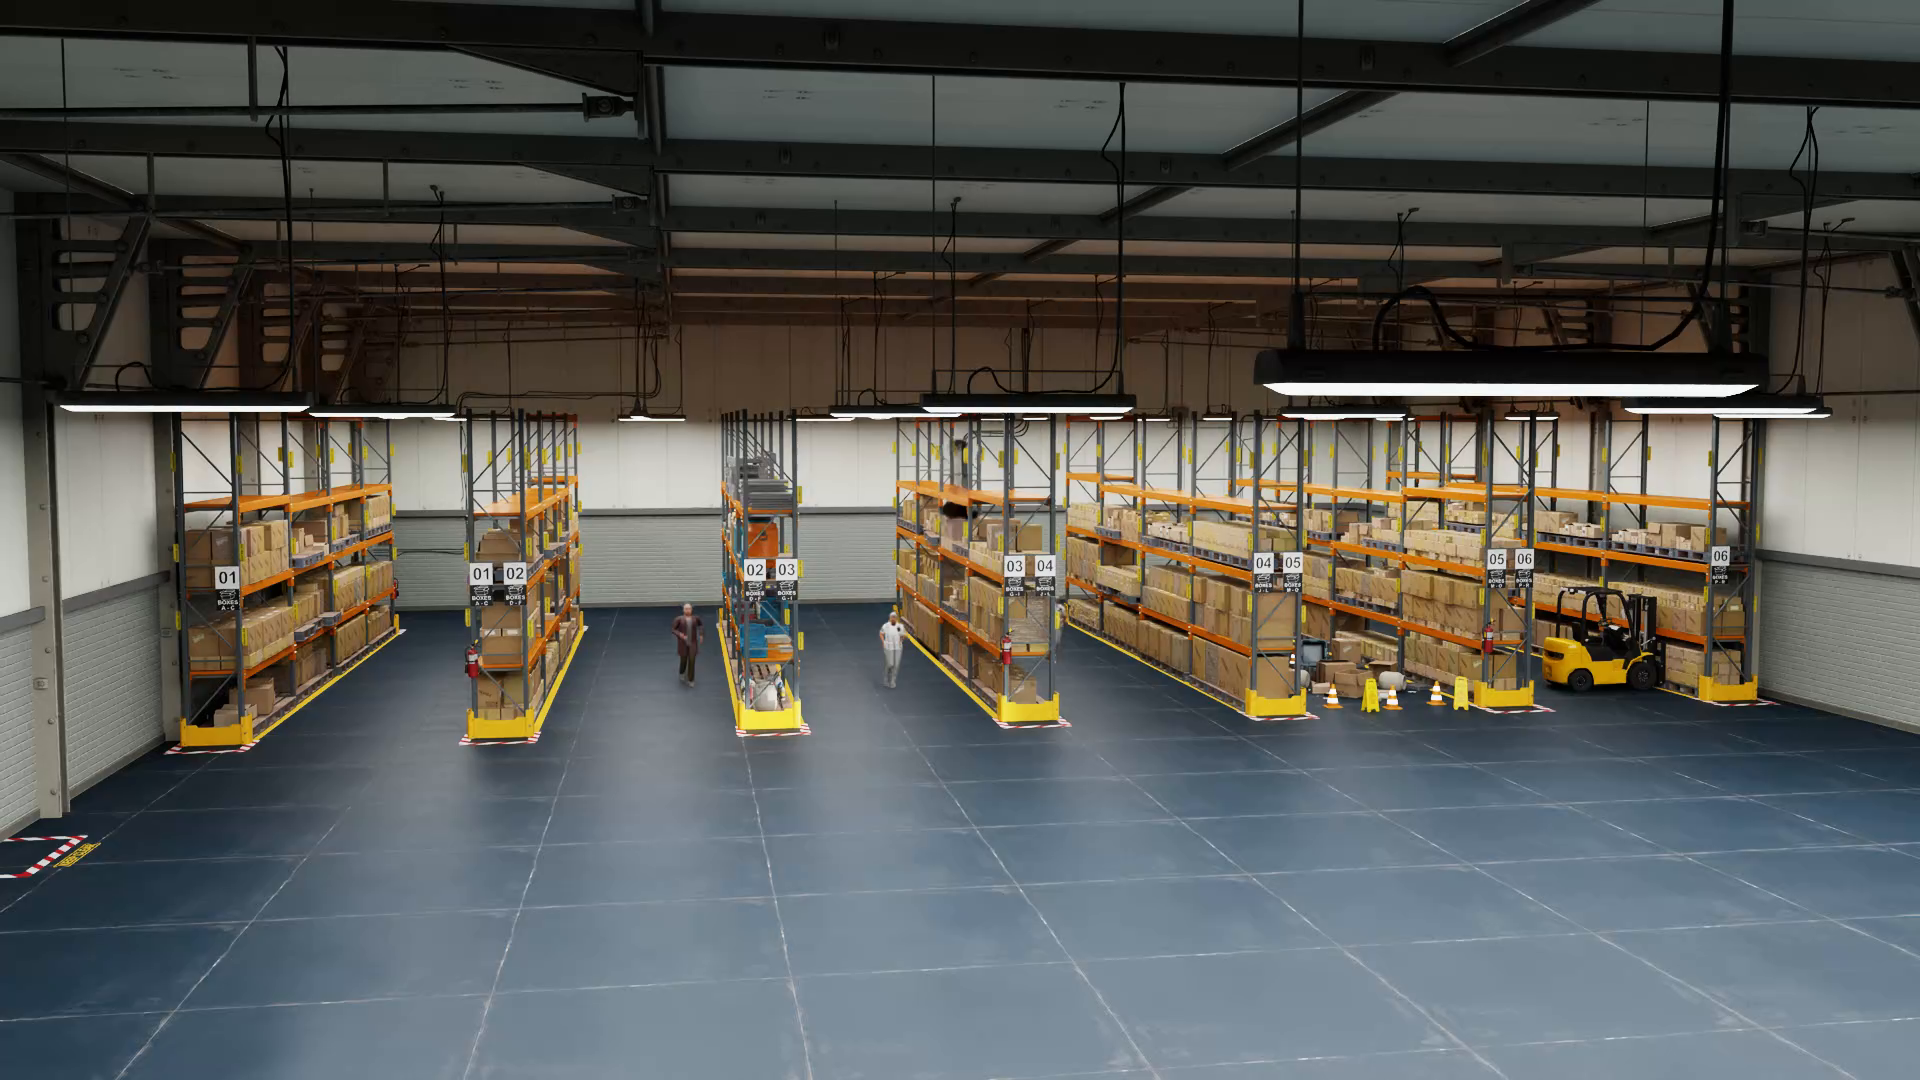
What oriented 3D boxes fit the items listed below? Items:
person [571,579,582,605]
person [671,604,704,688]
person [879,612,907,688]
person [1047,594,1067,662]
[{"bbox_3d":[-11.241,1.552,47.470,0.884,1.768,0.680,0,4,6],"label":"person"},{"bbox_3d":[-5.964,2.292,36.459,0.732,1.791,0.870,-1,4,-17],"label":"person"},{"bbox_3d":[-1.432,2.391,36.069,0.581,1.658,0.630,-1,4,-10],"label":"person"},{"bbox_3d":[2.313,2.110,39.828,0.560,1.668,0.574,-1,4,-12],"label":"person"}]
